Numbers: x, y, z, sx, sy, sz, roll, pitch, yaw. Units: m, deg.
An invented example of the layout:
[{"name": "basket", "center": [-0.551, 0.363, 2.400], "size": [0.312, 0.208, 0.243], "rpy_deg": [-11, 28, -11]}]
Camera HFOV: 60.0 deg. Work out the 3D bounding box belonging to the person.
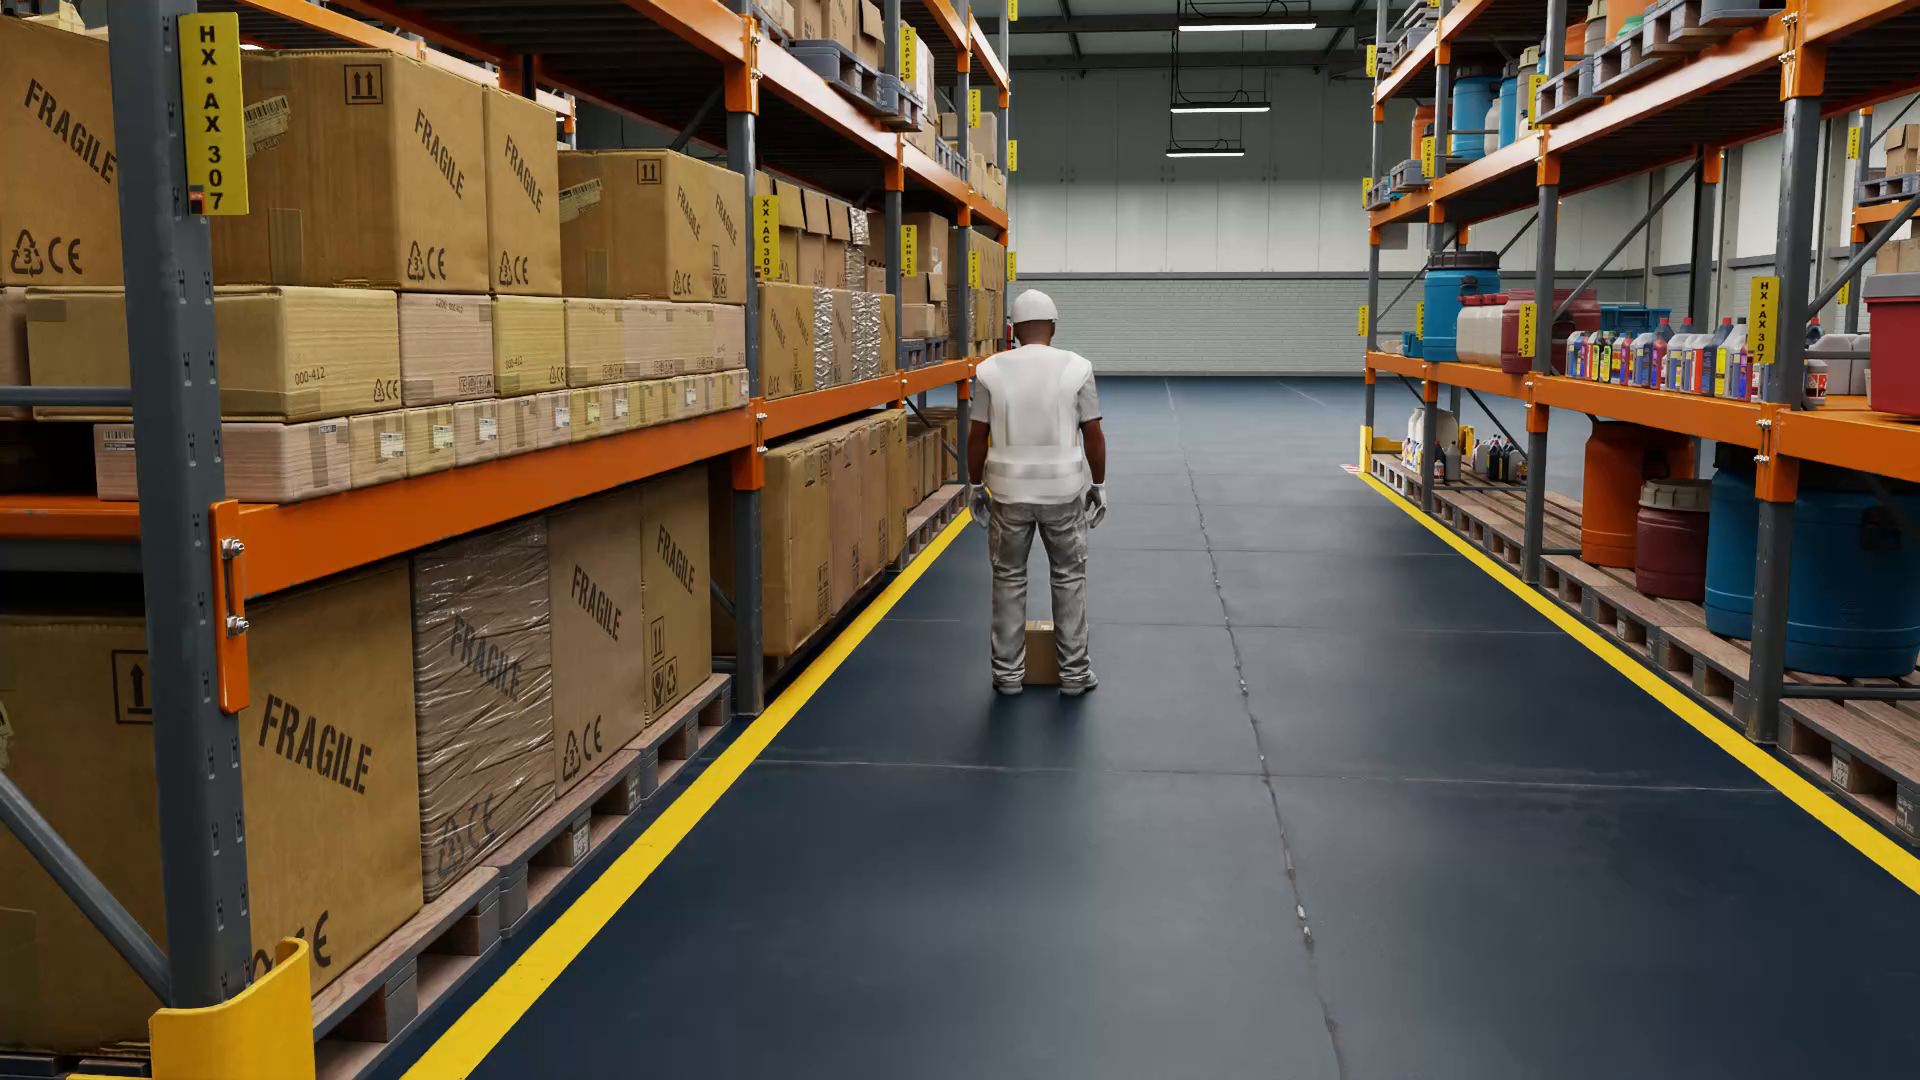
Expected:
[{"name": "person", "center": [0.341, -0.207, 7.324], "size": [0.614, 1.773, 0.450], "rpy_deg": [1, 8, 6]}]
